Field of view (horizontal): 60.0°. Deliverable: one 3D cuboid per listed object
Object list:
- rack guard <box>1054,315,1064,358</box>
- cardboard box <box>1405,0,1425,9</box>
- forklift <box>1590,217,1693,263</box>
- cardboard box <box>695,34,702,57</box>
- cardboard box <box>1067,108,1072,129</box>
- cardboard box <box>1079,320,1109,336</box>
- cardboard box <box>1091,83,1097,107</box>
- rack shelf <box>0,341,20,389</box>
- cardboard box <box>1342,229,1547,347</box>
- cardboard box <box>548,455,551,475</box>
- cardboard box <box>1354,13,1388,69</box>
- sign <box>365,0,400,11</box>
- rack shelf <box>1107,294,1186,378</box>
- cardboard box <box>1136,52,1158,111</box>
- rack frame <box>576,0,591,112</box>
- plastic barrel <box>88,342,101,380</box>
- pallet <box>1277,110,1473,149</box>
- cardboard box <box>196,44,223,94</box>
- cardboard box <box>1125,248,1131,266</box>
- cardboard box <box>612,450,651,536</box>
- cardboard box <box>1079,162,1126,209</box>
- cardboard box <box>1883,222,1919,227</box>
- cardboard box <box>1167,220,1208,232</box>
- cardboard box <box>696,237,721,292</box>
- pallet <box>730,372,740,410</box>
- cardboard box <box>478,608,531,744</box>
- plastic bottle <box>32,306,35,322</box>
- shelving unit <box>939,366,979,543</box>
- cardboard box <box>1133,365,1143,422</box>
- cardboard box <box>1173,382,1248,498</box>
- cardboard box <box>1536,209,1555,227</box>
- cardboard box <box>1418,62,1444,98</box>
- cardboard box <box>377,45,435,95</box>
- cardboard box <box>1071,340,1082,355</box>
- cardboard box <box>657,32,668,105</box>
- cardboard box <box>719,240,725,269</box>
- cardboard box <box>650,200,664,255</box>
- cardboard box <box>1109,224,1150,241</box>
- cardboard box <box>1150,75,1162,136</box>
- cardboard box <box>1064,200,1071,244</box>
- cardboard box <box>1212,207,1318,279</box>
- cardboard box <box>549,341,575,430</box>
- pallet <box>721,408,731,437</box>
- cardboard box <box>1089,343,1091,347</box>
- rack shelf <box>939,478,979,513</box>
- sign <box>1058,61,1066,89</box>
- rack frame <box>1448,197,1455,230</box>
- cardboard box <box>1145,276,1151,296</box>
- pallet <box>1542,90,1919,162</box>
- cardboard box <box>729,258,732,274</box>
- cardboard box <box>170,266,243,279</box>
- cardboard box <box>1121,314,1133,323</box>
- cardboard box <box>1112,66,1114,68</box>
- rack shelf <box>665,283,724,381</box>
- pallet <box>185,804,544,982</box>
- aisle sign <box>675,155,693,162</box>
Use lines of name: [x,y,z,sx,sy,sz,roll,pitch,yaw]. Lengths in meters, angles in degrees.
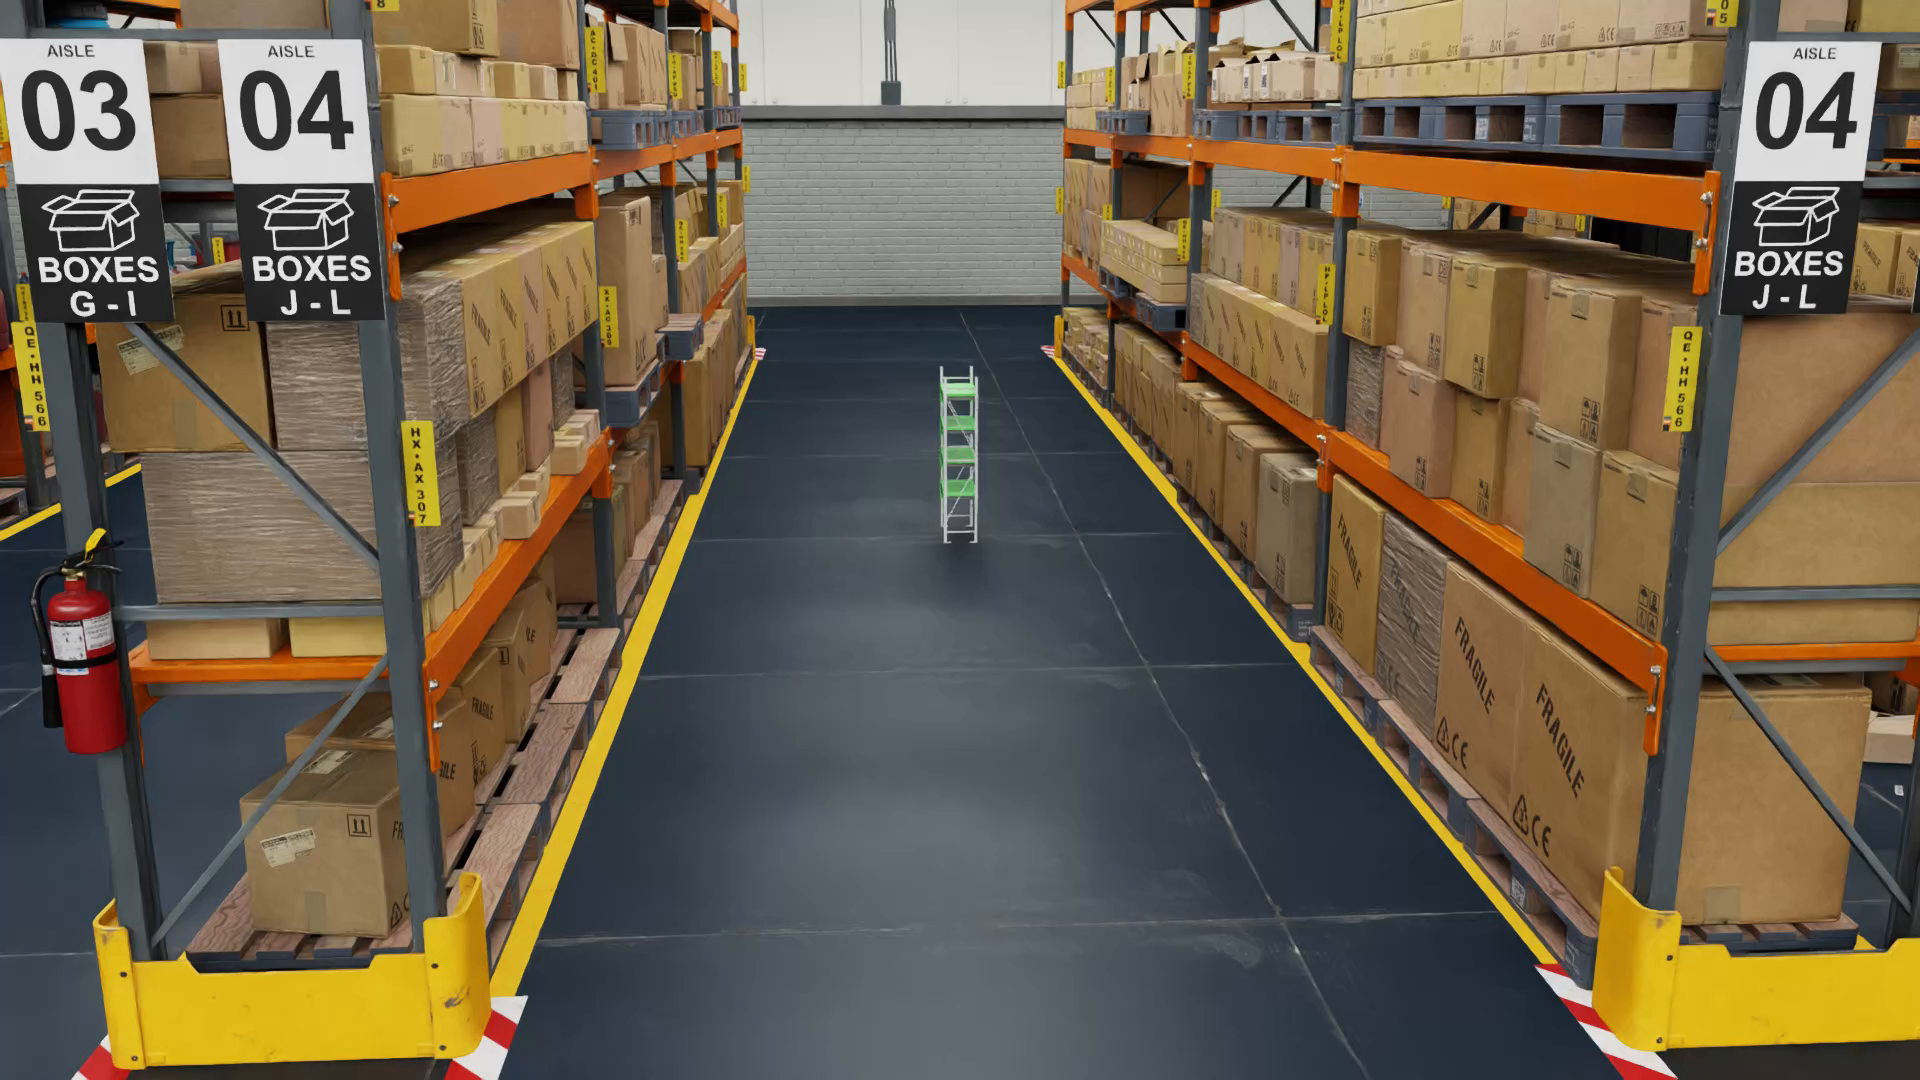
rack guard: [1.788,-2.574,21.029,1.175,0.500,0.348,-1,14,-3]
cardboard box: [2.258,-2.503,7.576,0.380,0.149,0.250,-1,14,-4]
forklift: [5.319,-1.485,11.917,3.031,2.935,1.130,-1,14,-3]
cardboard box: [-3.058,-5.366,18.093,0.500,0.250,0.500,-1,14,-5]
cardboard box: [1.556,-5.068,19.987,0.500,0.250,0.500,0,14,-1]
cardboard box: [1.578,-2.452,19.222,0.380,0.149,0.250,-1,14,-3]
cardboard box: [1.691,-4.801,17.945,0.500,0.250,0.500,0,14,-1]
rack shelf: [-7.497,-0.841,10.717,1.077,0.370,4.000,-1,14,-3]
cardboard box: [2.515,-1.323,8.680,0.875,0.550,0.550,-1,14,-3]
cardboard box: [-2.151,-0.347,7.861,0.380,0.149,0.250,-1,14,-3]
cardboard box: [2.278,-2.470,8.245,0.500,0.250,0.500,-1,14,-3]
sign: [-1.640,-1.658,4.675,0.100,0.325,0.005,-1,14,-3]
rack shelf: [2.155,-1.963,15.081,1.077,0.370,4.000,-1,14,-3]
cardboard box: [1.996,-4.129,14.985,0.797,0.503,0.637,-1,14,-4]
rack frame: [-2.430,-3.673,8.244,1.000,3.000,0.127,-1,14,-3]
plastic barrel: [-7.808,-1.557,15.425,0.600,0.901,0.708,-1,14,-3]
pallet: [2.421,-2.407,9.725,0.805,0.209,1.217,-1,15,-6]
cardboard box: [-2.410,-1.477,5.229,0.380,0.149,0.250,-1,14,-5]
cardboard box: [1.696,-2.541,14.946,0.380,0.149,0.250,-1,14,-5]
cardboard box: [-2.527,-0.320,11.385,0.700,0.500,0.500,0,14,1]
cardboard box: [1.629,-3.983,18.683,0.500,0.500,0.500,-1,14,-5]
cardboard box: [7.519,-2.203,12.928,0.500,0.500,0.500,-1,14,-5]
cardboard box: [2.251,-3.082,16.453,0.380,0.149,0.250,0,14,-1]
cardboard box: [-2.624,-2.694,16.276,0.500,0.500,0.500,-1,14,-3]
pallet: [-2.895,-1.598,17.812,1.003,0.211,1.213,-1,14,-3]
cardboard box: [-2.285,0.635,7.713,0.500,0.500,0.500,-2,15,-8]
plastic bottle: [-7.325,-1.739,13.014,0.152,0.276,0.135,-1,14,-3]
shelving unit: [-0.010,-0.622,12.037,0.258,1.200,0.503,-1,14,-3]
cardboard box: [1.893,-1.352,15.437,0.500,0.500,0.500,-1,14,-2]
cardboard box: [2.227,-0.775,12.692,1.050,0.750,0.750,-1,14,-4]
cardboard box: [6.637,-3.683,18.113,0.500,0.500,0.500,-1,14,-4]
cardboard box: [2.275,-2.054,7.429,0.380,0.149,0.250,-1,14,-4]
cardboard box: [-1.888,-1.484,5.257,0.380,0.149,0.250,-1,14,-2]
cardboard box: [1.523,-2.301,19.827,0.380,0.149,0.250,-1,14,-3]
cardboard box: [-2.398,-3.391,11.963,0.500,0.500,0.500,-1,14,-2]
cardboard box: [-2.693,-2.950,17.176,0.500,0.250,0.500,-1,14,-4]
cardboard box: [-2.707,-2.479,13.428,0.797,0.503,0.637,0,14,-2]
cardboard box: [1.633,-2.941,15.904,0.380,0.149,0.250,-1,14,-3]
cardboard box: [1.919,-3.702,14.175,0.500,0.500,0.500,-1,14,-3]
cardboard box: [1.535,-3.880,20.291,0.500,0.500,0.500,0,14,-1]
cardboard box: [2.297,-2.235,12.487,0.700,0.500,0.500,-1,14,-4]
cardboard box: [-2.464,-0.848,8.504,0.875,0.500,0.500,-1,14,-3]
pallet: [-2.802,-1.216,16.331,1.003,0.211,1.213,-1,14,-3]
cardboard box: [1.701,-2.311,19.271,0.380,0.149,0.250,0,14,-1]
rack shelf: [-0.010,-0.328,12.113,0.258,0.148,0.480,-1,14,-3]
sign: [1.242,-5.671,20.276,0.100,0.325,0.005,-1,14,-3]
rack frame: [6.718,-3.905,21.186,1.000,3.000,0.127,-1,14,-3]
cardboard box: [1.760,-2.137,13.975,0.380,0.149,0.250,-1,14,-2]
pallet: [2.718,-1.419,5.679,1.003,0.211,1.213,-1,14,-3]
cardboard box: [-2.679,-2.975,18.072,0.380,0.149,0.250,-1,14,-4]
cardboard box: [-2.499,-0.707,5.951,0.500,0.500,0.500,-1,14,-3]
cardboard box: [2.123,-2.596,19.780,0.380,0.149,0.250,-1,15,-6]
cardboard box: [1.739,-4.698,16.743,0.380,0.149,0.250,-2,15,-6]
rack shelf: [-2.802,-1.912,14.881,1.077,0.370,4.000,-1,14,-3]
pallet: [-2.202,1.356,6.334,1.003,0.211,1.213,-1,14,-3]
aisle sign: [-3.477,-5.025,20.319,0.394,0.787,0.004,-1,14,-3]
